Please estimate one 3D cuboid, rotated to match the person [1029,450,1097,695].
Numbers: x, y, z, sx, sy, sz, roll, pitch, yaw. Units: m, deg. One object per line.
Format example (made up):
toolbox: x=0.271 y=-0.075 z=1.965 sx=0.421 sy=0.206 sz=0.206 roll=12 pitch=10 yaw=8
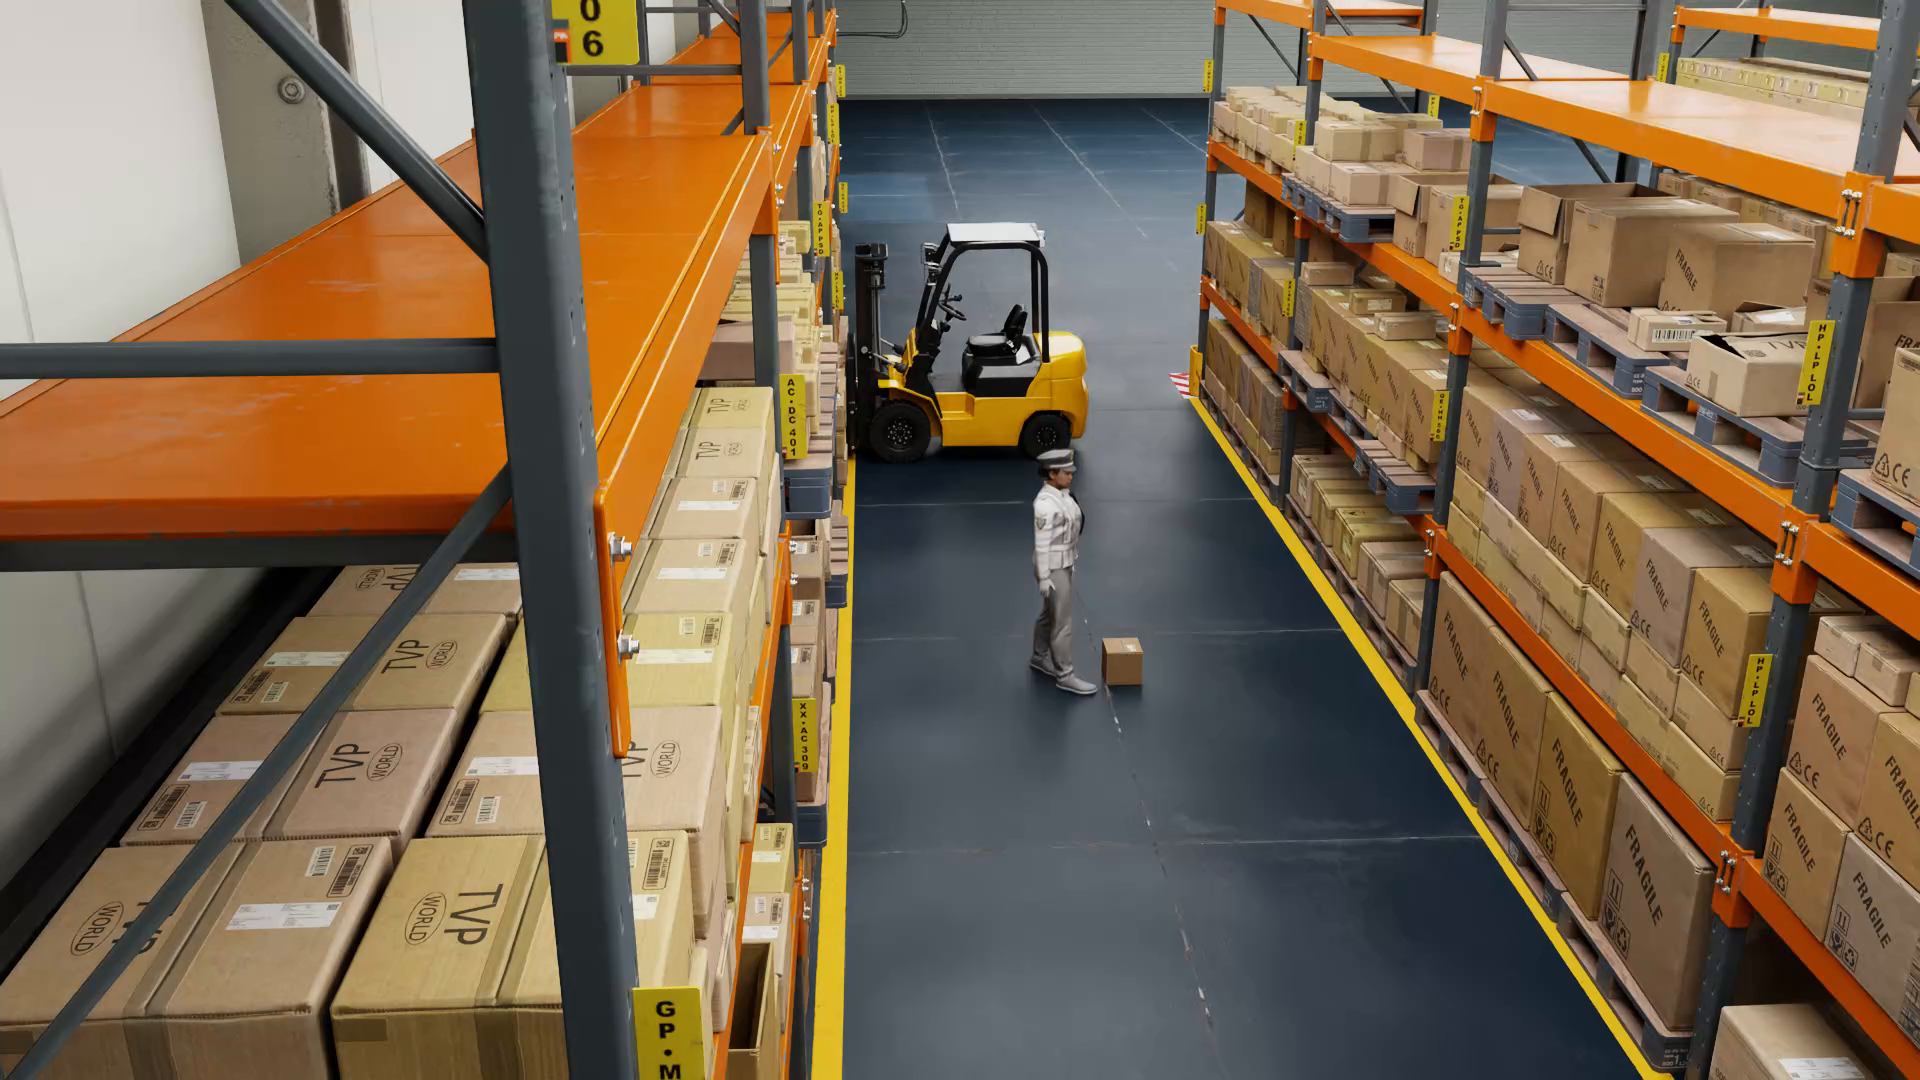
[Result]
person: x=0.720 y=0.191 z=11.359 sx=0.557 sy=1.670 sz=0.500 roll=7 pitch=21 yaw=17
